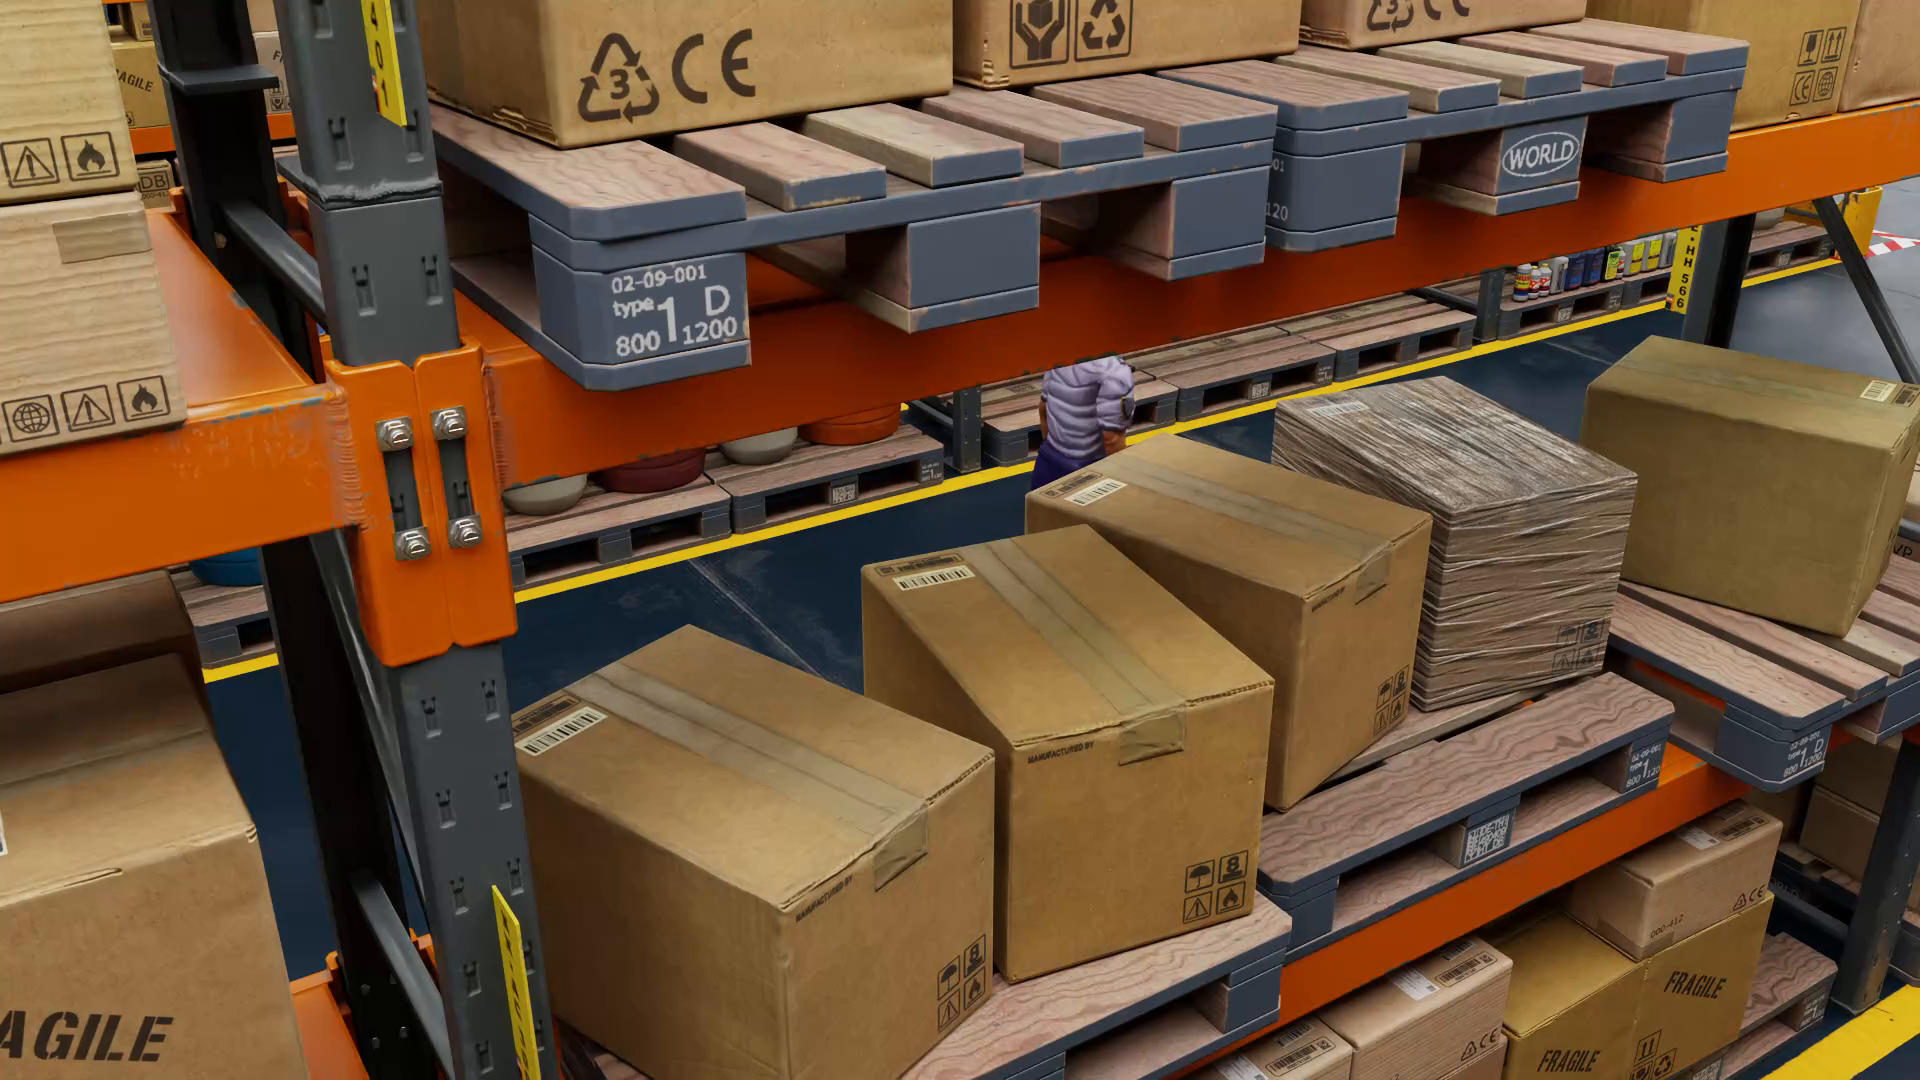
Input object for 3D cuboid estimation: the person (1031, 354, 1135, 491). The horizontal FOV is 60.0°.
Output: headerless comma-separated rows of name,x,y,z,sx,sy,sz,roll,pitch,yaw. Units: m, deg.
person,0.507,-0.209,6.574,0.371,1.639,0.538,-15,29,-29
